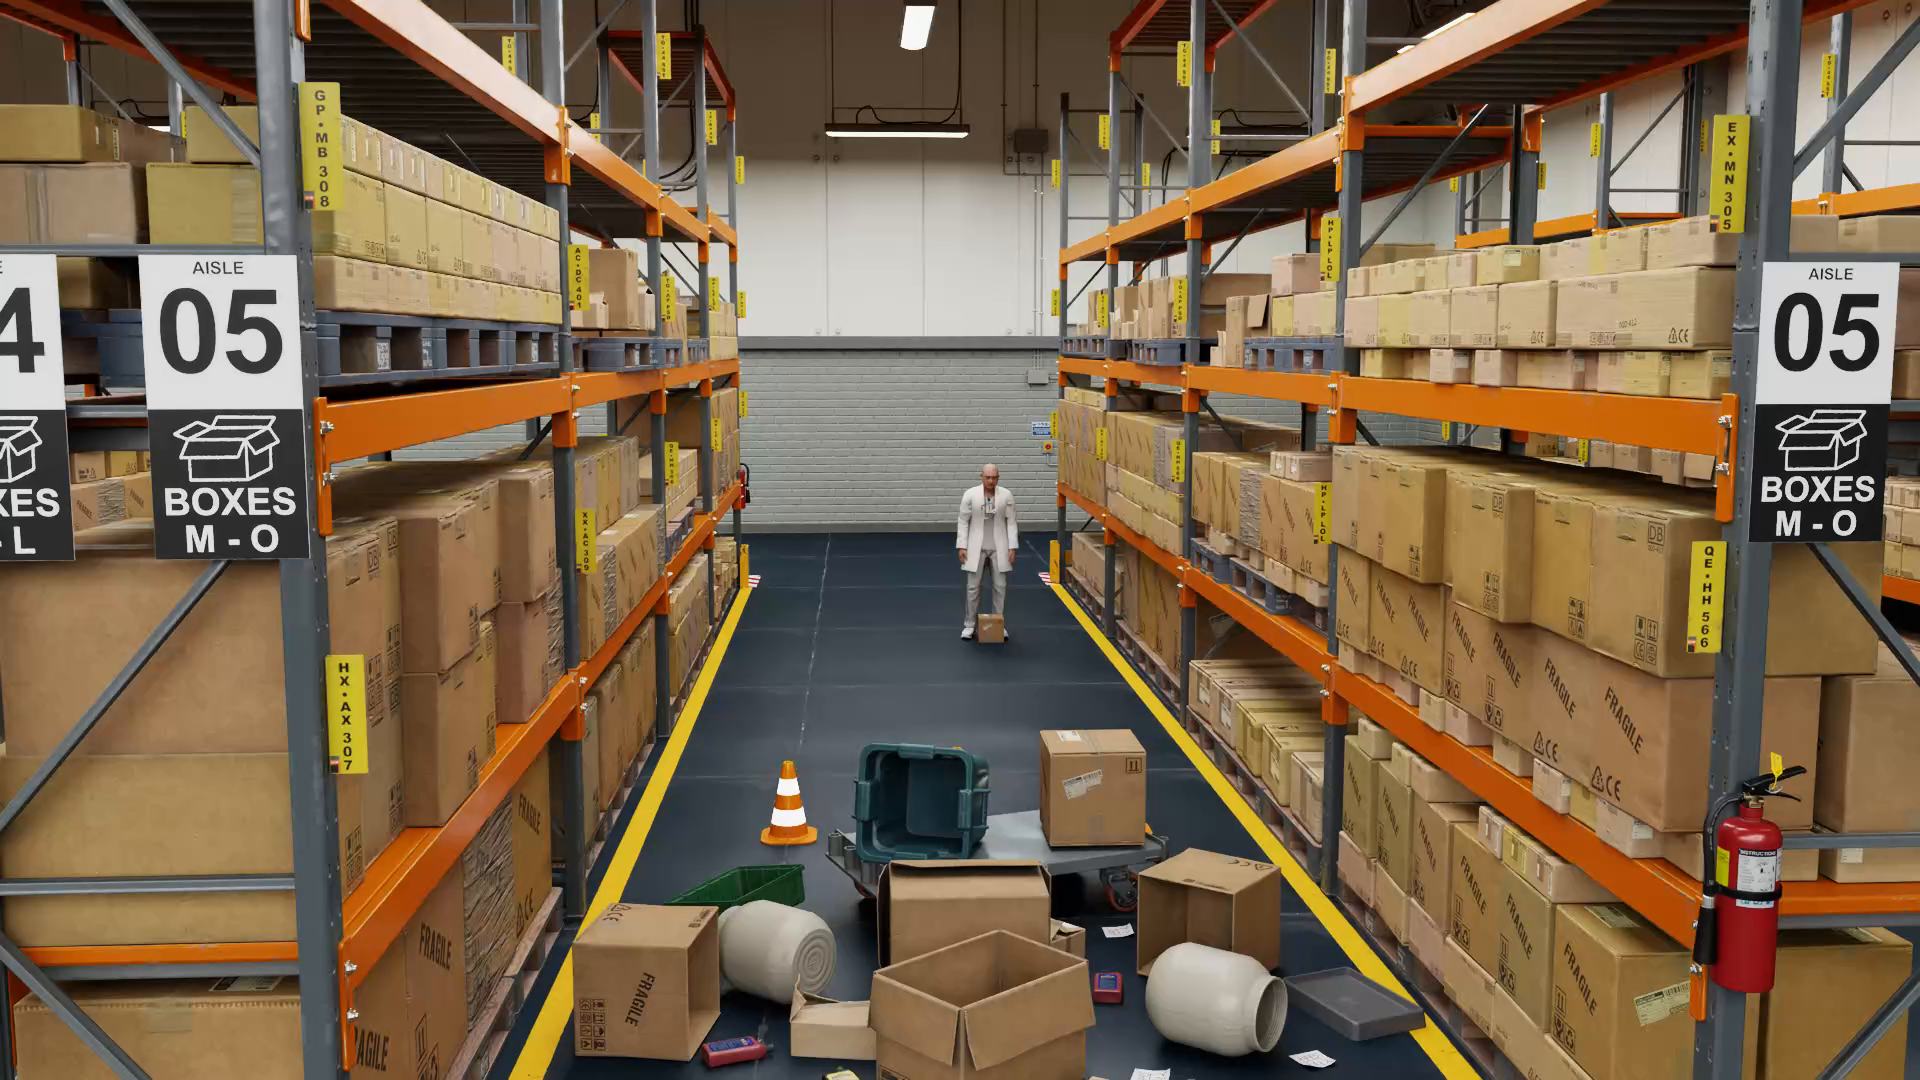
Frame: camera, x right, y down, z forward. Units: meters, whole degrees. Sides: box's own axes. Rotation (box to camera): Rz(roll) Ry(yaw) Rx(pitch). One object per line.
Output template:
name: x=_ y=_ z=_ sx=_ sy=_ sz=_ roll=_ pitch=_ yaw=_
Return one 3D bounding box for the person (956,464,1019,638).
person: x=0.279 y=0.105 z=16.911 sx=0.641 sy=1.773 sz=0.427 roll=0 pitch=7 yaw=-4
